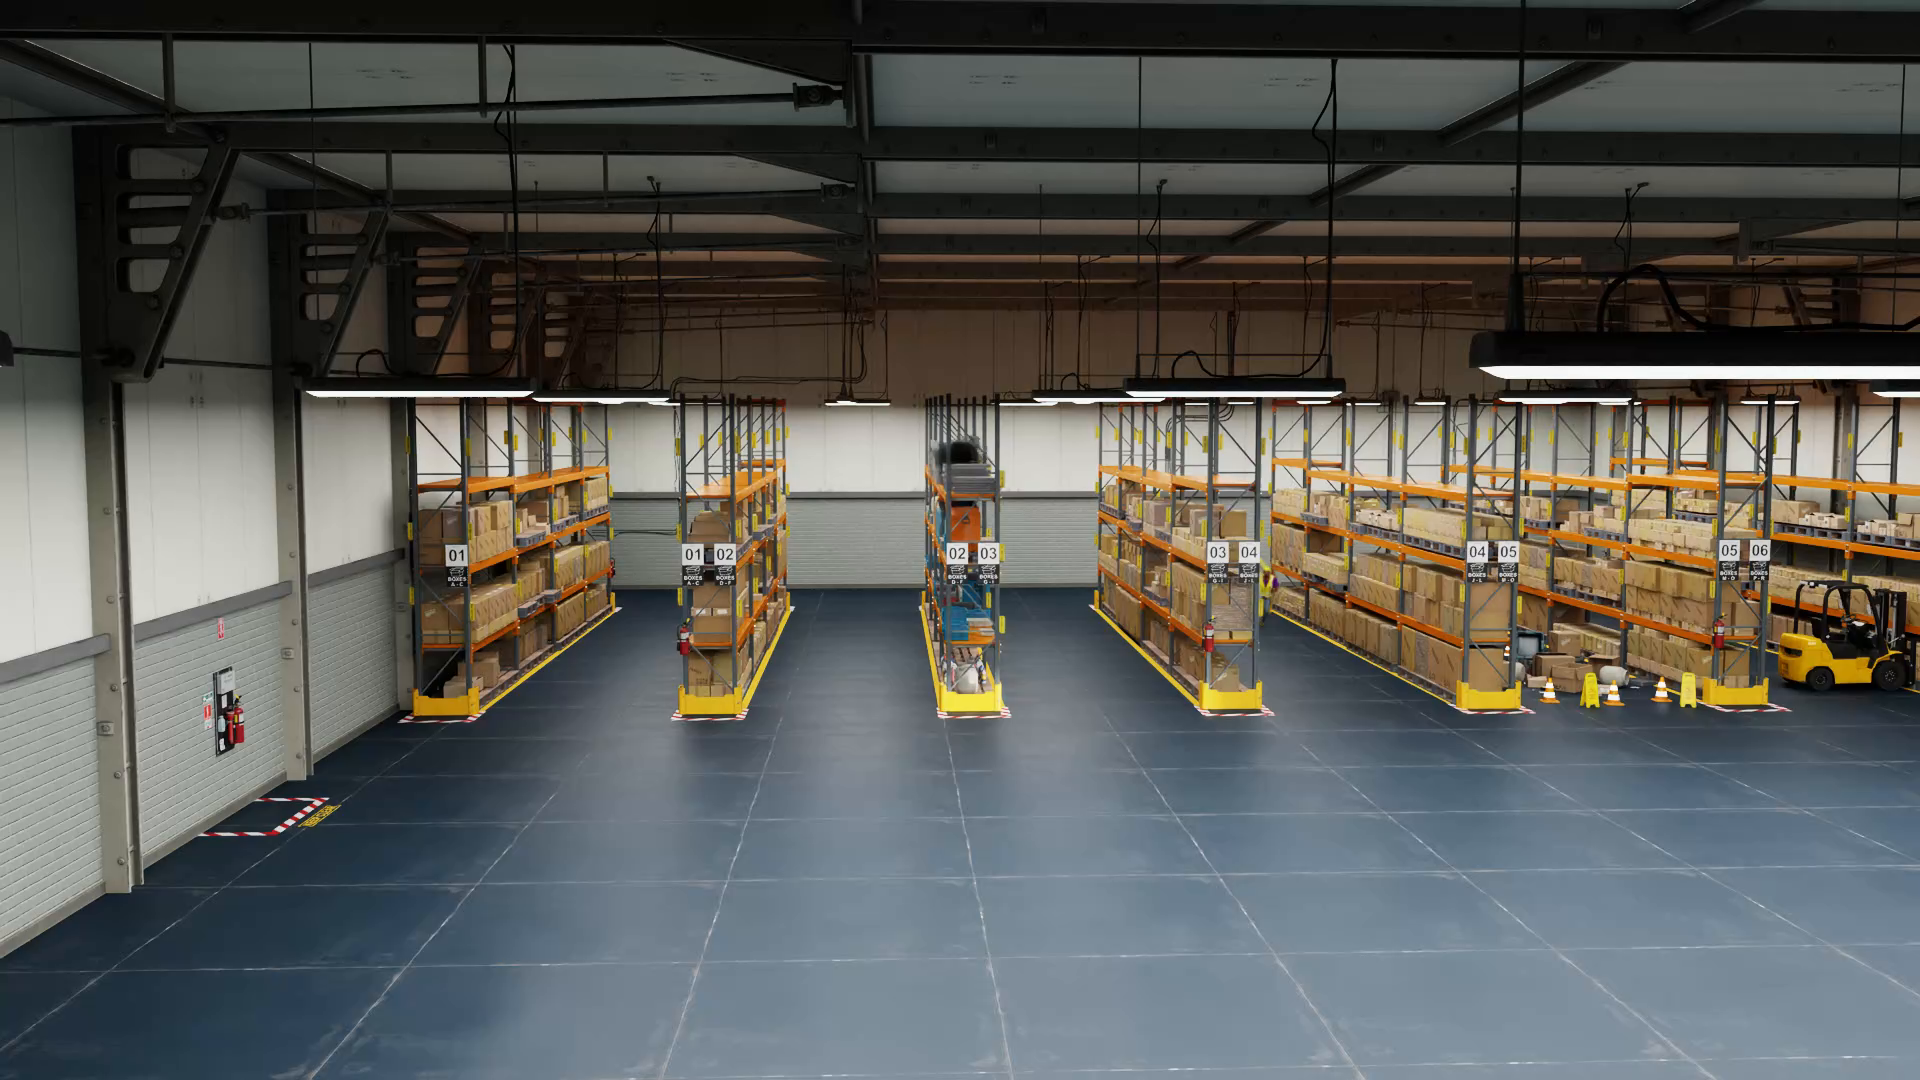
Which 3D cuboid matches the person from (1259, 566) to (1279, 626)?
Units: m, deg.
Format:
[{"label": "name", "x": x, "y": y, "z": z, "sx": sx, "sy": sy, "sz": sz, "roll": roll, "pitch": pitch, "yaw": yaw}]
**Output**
[{"label": "person", "x": 7.944, "y": 1.468, "z": 43.442, "sx": 0.734, "sy": 1.626, "sz": 0.911, "roll": 0, "pitch": 5, "yaw": 4}]
